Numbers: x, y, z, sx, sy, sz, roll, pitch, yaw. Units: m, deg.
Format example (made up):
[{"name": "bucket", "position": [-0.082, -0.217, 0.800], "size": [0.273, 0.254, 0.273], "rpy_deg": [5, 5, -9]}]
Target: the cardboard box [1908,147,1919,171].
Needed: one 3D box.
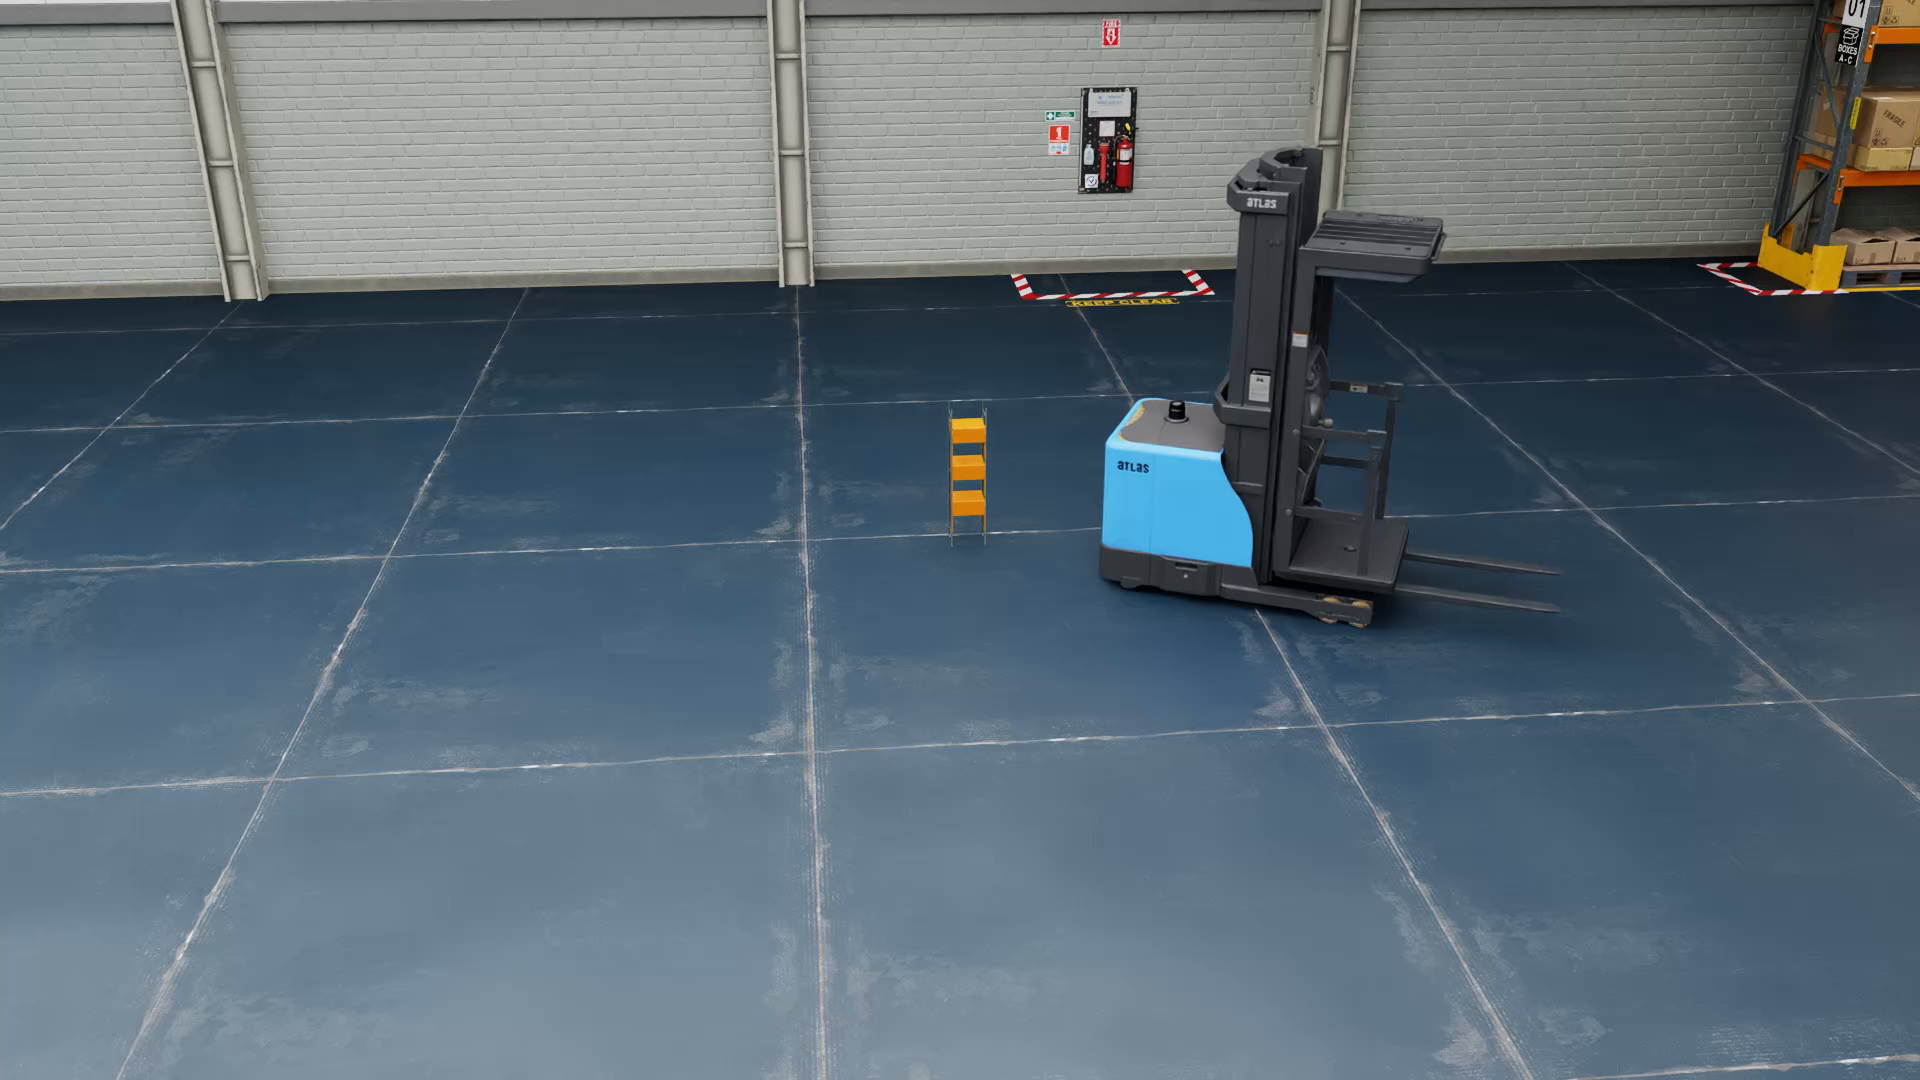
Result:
[{"name": "cardboard box", "position": [10.521, -4.233, 18.241], "size": [0.500, 0.250, 0.500], "rpy_deg": [-3, 24, -7]}]

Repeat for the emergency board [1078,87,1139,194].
[{"name": "emergency board", "position": [1.667, -4.430, 18.524], "size": [0.643, 1.169, 0.194], "rpy_deg": [-2, 24, -5]}]

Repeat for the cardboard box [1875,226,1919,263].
[{"name": "cardboard box", "position": [10.754, -3.361, 18.888], "size": [0.500, 0.311, 0.500], "rpy_deg": [0, 24, -1]}]

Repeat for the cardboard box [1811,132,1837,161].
[{"name": "cardboard box", "position": [9.935, -4.413, 18.645], "size": [0.500, 0.250, 0.500], "rpy_deg": [-2, 24, -4]}]

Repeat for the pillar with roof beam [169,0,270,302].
[{"name": "pillar with roof beam", "position": [-7.389, -5.035, 12.500], "size": [0.400, 9.000, 9.100], "rpy_deg": [-2, 24, -5]}]

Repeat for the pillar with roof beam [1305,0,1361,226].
[{"name": "pillar with roof beam", "position": [4.553, -5.515, 13.577], "size": [0.400, 9.000, 9.100], "rpy_deg": [-2, 24, -5]}]

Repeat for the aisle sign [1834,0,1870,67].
[{"name": "aisle sign", "position": [9.447, -5.439, 17.593], "size": [0.004, 0.787, 0.394], "rpy_deg": [-2, 24, -5]}]

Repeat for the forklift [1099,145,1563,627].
[{"name": "forklift", "position": [2.536, -1.008, 10.910], "size": [3.031, 2.935, 1.130], "rpy_deg": [8, 25, 18]}]

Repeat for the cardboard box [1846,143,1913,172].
[{"name": "cardboard box", "position": [10.006, -4.207, 18.182], "size": [0.500, 0.250, 0.500], "rpy_deg": [-3, 24, -7]}]

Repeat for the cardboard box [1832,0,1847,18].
[{"name": "cardboard box", "position": [9.879, -5.920, 18.034], "size": [0.500, 0.500, 0.500], "rpy_deg": [-1, 24, -1]}]

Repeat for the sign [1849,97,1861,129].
[{"name": "sign", "position": [9.542, -4.551, 17.731], "size": [0.005, 0.325, 0.100], "rpy_deg": [-2, 24, -5]}]

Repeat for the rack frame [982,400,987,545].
[{"name": "rack frame", "position": [0.175, -0.487, 12.053], "size": [0.008, 1.050, 0.200], "rpy_deg": [-2, 24, -5]}]

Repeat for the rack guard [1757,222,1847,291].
[{"name": "rack guard", "position": [9.565, -3.236, 18.915], "size": [0.348, 0.500, 1.175], "rpy_deg": [-2, 24, -5]}]

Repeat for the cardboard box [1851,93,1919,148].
[{"name": "cardboard box", "position": [9.994, -4.556, 18.044], "size": [0.500, 0.500, 0.500], "rpy_deg": [-2, 24, -5]}]

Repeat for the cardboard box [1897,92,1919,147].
[{"name": "cardboard box", "position": [10.486, -4.572, 18.079], "size": [0.500, 0.500, 0.500], "rpy_deg": [-2, 24, -5]}]

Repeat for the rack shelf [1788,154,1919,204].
[{"name": "rack shelf", "position": [11.479, -4.126, 18.726], "size": [4.000, 0.370, 1.077], "rpy_deg": [-2, 24, -5]}]

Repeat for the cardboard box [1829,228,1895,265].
[{"name": "cardboard box", "position": [10.186, -3.339, 18.837], "size": [0.500, 0.311, 0.500], "rpy_deg": [-5, 24, -11]}]

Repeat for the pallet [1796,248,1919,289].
[{"name": "pallet", "position": [10.376, -3.122, 19.014], "size": [1.213, 0.211, 1.003], "rpy_deg": [-2, 24, -5]}]

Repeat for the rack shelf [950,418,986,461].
[{"name": "rack shelf", "position": [0.053, -0.732, 11.931], "size": [0.240, 0.259, 0.215], "rpy_deg": [-2, 24, -5]}]

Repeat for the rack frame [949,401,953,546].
[{"name": "rack frame", "position": [-0.068, -0.477, 12.031], "size": [0.008, 1.050, 0.200], "rpy_deg": [-2, 24, -5]}]

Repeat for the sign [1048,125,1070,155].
[{"name": "sign", "position": [1.106, -4.466, 18.560], "size": [0.234, 0.329, 0.001], "rpy_deg": [-2, 24, -5]}]

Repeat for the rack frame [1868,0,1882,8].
[{"name": "rack frame", "position": [9.489, -7.117, 17.182], "size": [0.127, 3.000, 1.000], "rpy_deg": [-2, 24, -5]}]

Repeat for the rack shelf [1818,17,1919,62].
[{"name": "rack shelf", "position": [11.479, -5.497, 18.117], "size": [4.000, 0.370, 1.077], "rpy_deg": [-2, 24, -5]}]

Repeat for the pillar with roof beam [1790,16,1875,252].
[{"name": "pillar with roof beam", "position": [10.524, -5.754, 14.116], "size": [0.400, 9.000, 9.100], "rpy_deg": [-2, 24, -5]}]

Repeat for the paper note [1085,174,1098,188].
[{"name": "paper note", "position": [1.484, -4.048, 18.749], "size": [0.142, 0.148, 0.016], "rpy_deg": [-2, 24, -5]}]

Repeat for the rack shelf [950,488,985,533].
[{"name": "rack shelf", "position": [0.053, -0.218, 12.159], "size": [0.240, 0.259, 0.215], "rpy_deg": [-2, 24, -5]}]

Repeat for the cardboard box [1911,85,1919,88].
[{"name": "cardboard box", "position": [10.953, -4.802, 18.597], "size": [0.500, 0.500, 0.500], "rpy_deg": [-3, 24, -7]}]

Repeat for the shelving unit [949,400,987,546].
[{"name": "shelving unit", "position": [0.053, -0.482, 12.042], "size": [0.252, 1.050, 0.215], "rpy_deg": [-2, 24, -5]}]

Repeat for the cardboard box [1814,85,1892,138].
[{"name": "cardboard box", "position": [9.937, -4.763, 18.510], "size": [0.500, 0.500, 0.500], "rpy_deg": [-3, 24, -6]}]

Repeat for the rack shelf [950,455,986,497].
[{"name": "rack shelf", "position": [0.053, -0.472, 12.046], "size": [0.240, 0.259, 0.215], "rpy_deg": [-2, 24, -5]}]

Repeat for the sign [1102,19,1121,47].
[{"name": "sign", "position": [1.649, -5.529, 18.143], "size": [0.199, 0.298, 0.001], "rpy_deg": [-2, 24, -5]}]

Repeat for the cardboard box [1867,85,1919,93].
[{"name": "cardboard box", "position": [10.439, -4.779, 18.546], "size": [0.500, 0.500, 0.500], "rpy_deg": [-2, 24, -4]}]

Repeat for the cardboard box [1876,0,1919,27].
[{"name": "cardboard box", "position": [9.846, -5.713, 17.569], "size": [0.500, 0.500, 0.500], "rpy_deg": [-2, 24, -4]}]

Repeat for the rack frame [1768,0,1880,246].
[{"name": "rack frame", "position": [9.489, -4.375, 18.400], "size": [0.127, 3.000, 1.000], "rpy_deg": [-2, 24, -5]}]

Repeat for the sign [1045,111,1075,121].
[{"name": "sign", "position": [1.112, -4.705, 18.445], "size": [0.331, 0.109, 0.001], "rpy_deg": [-2, 24, -5]}]

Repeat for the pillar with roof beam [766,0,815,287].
[{"name": "pillar with roof beam", "position": [-1.418, -5.275, 13.039], "size": [0.400, 9.000, 9.100], "rpy_deg": [-2, 24, -5]}]
